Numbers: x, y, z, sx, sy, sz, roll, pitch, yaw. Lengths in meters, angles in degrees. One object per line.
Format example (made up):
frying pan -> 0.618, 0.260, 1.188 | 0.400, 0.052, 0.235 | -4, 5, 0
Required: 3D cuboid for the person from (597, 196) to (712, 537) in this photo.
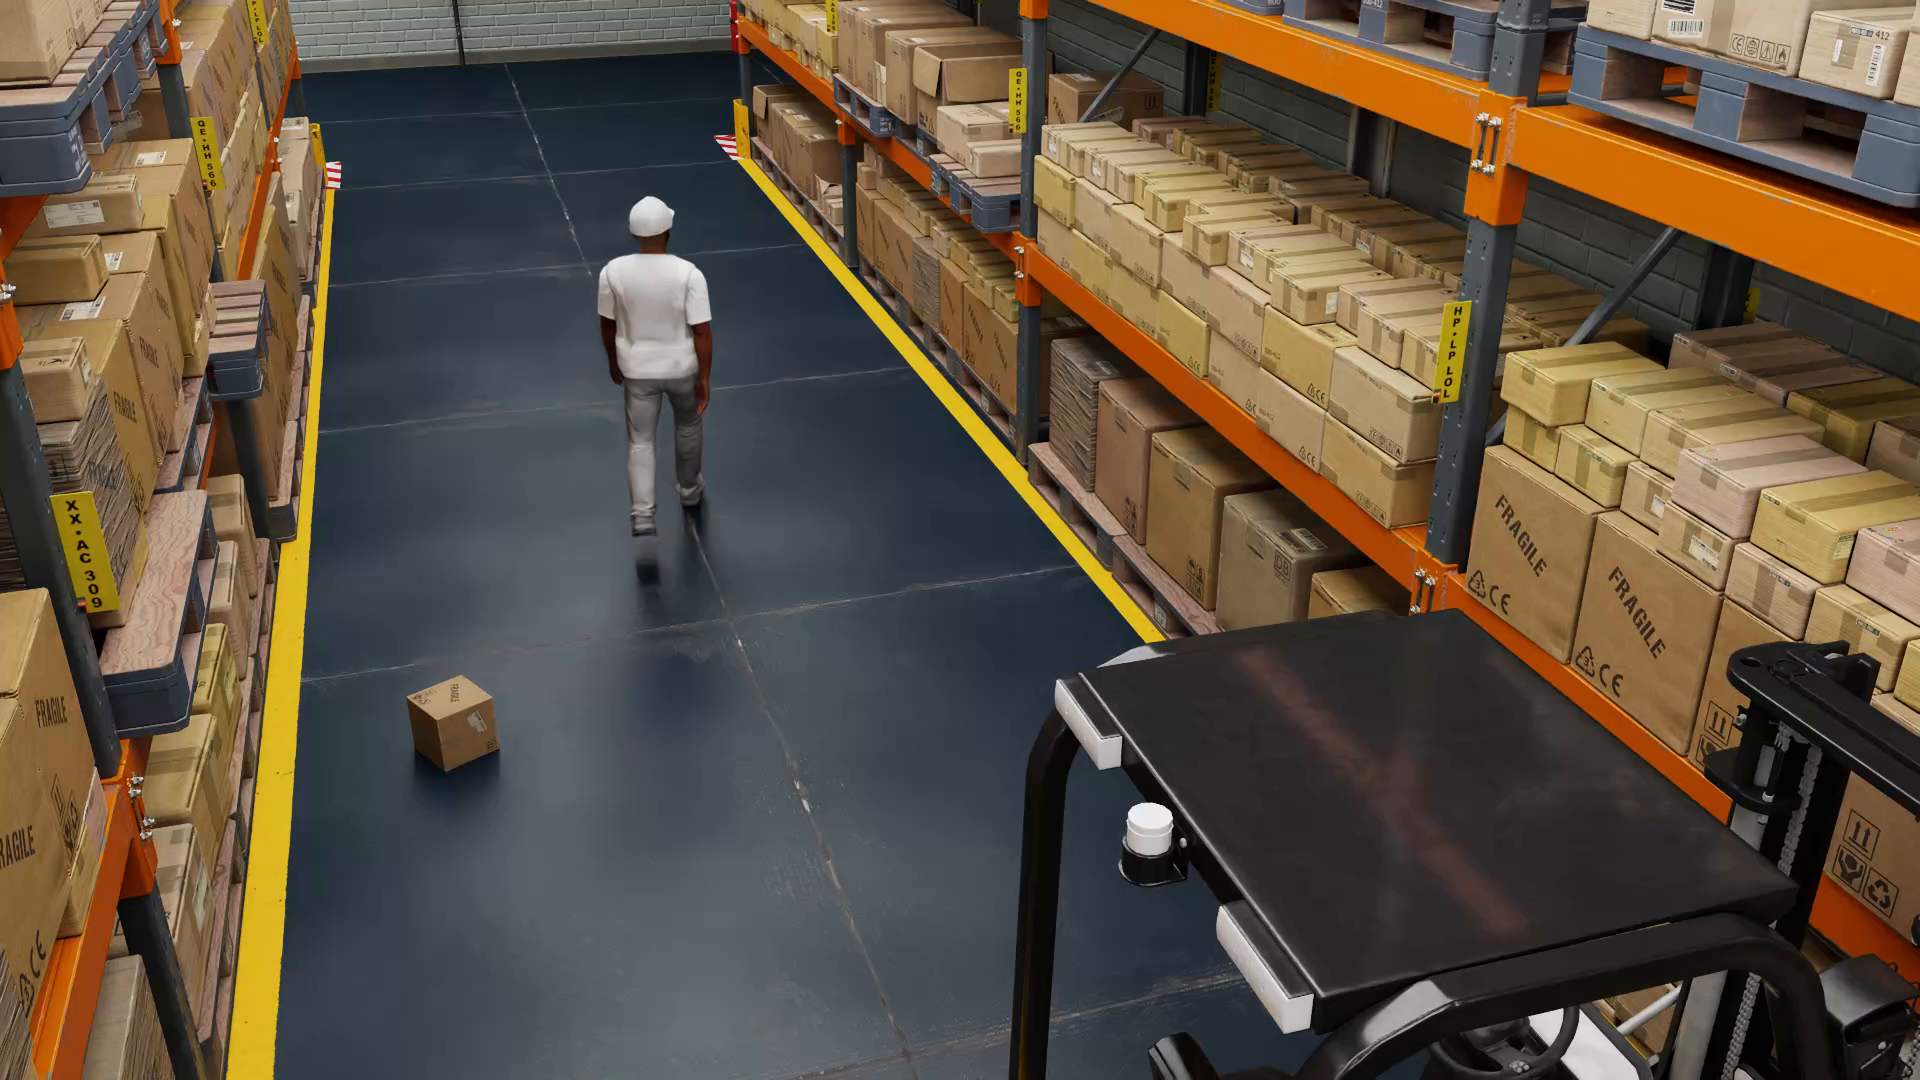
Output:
person -> -1.506, -0.865, 8.340 | 0.562, 1.727, 0.992 | -2, 26, -4
